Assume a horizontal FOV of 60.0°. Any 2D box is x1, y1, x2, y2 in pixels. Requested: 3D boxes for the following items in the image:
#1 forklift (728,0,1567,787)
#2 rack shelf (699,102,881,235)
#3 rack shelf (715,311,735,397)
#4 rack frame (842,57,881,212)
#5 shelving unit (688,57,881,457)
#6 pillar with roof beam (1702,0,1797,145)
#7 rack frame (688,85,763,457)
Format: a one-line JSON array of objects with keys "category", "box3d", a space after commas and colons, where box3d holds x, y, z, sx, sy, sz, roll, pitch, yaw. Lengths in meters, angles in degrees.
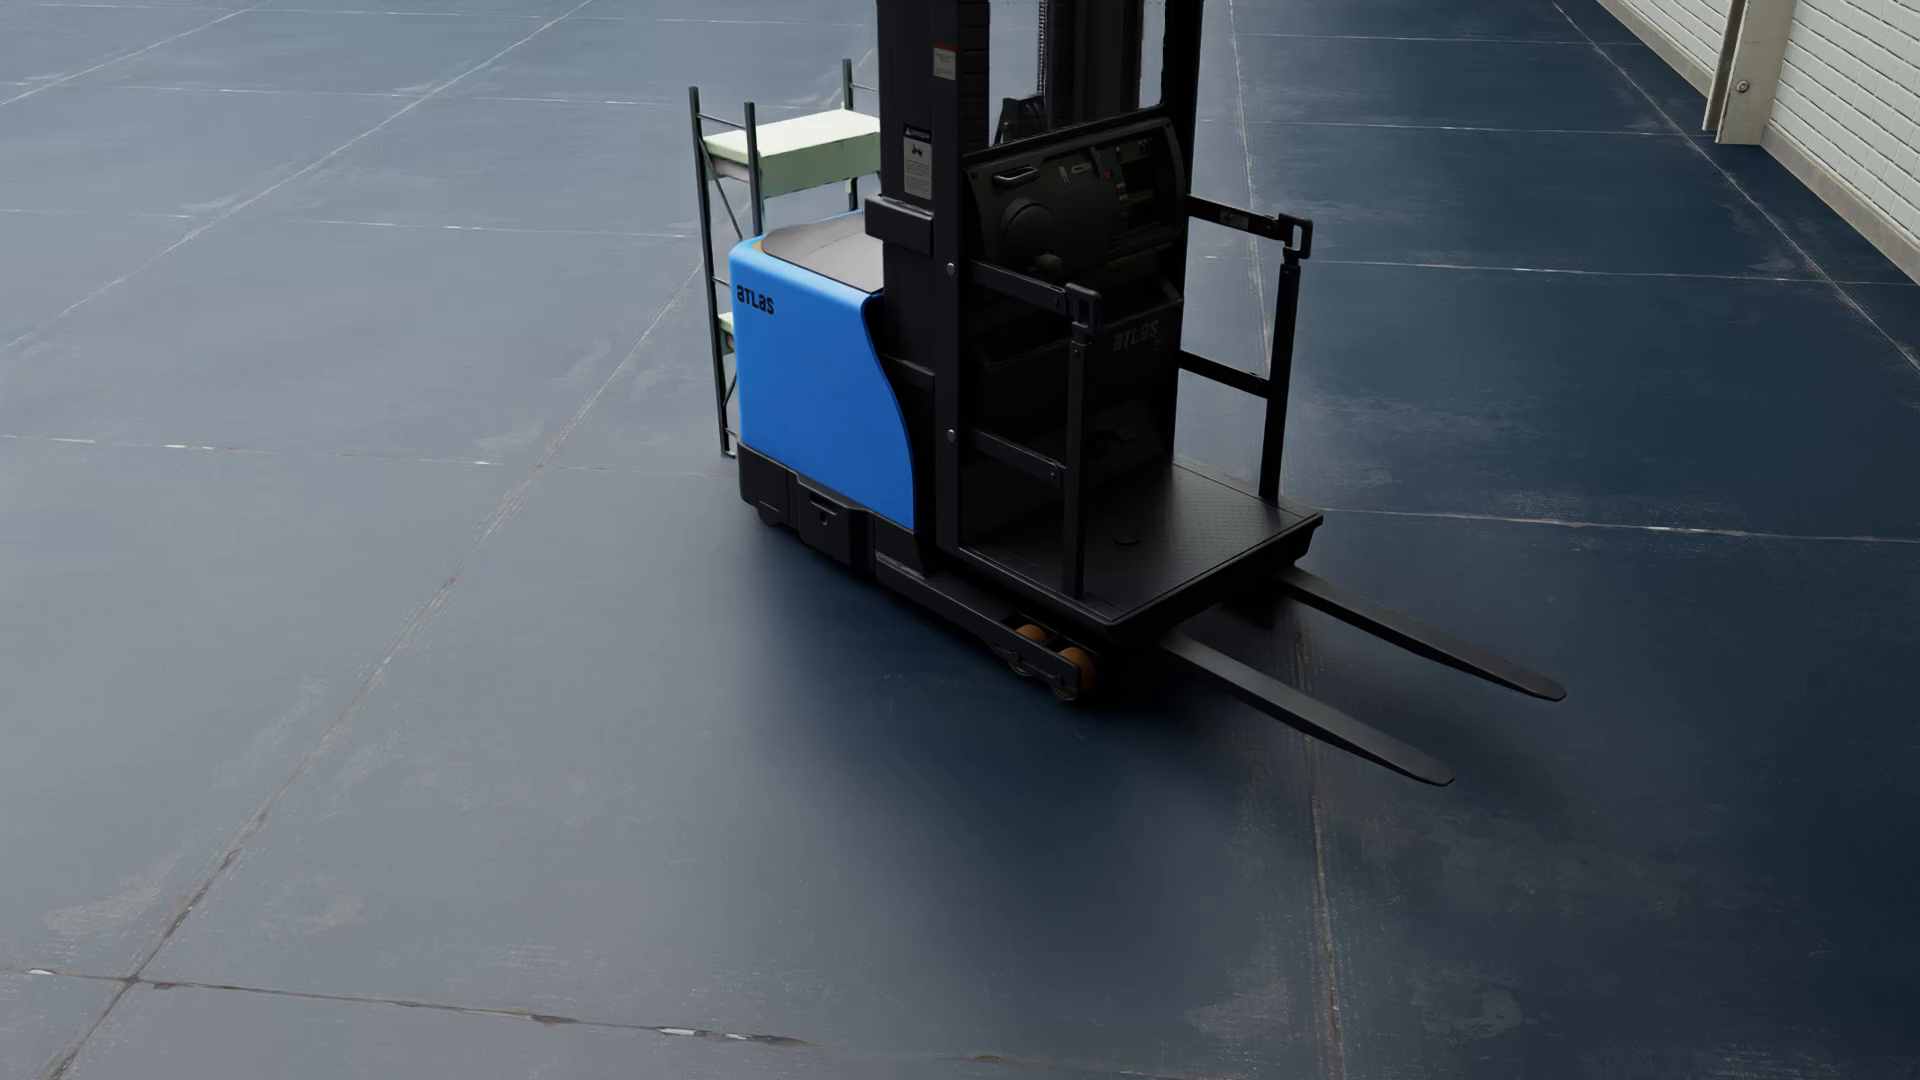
[{"category": "forklift", "box3d": [0.527, -1.055, 5.117, 1.130, 2.935, 3.031, -24, 36, -37]}, {"category": "rack shelf", "box3d": [-0.602, -1.438, 6.503, 0.720, 0.370, 0.431, -23, 34, -36]}, {"category": "rack shelf", "box3d": [-0.590, -0.801, 6.831, 0.720, 0.370, 0.431, -23, 34, -36]}, {"category": "rack frame", "box3d": [-0.322, -1.206, 6.895, 0.023, 1.500, 0.400, -23, 34, -36]}, {"category": "shelving unit", "box3d": [-0.596, -1.091, 6.681, 0.755, 1.500, 0.431, -23, 34, -36]}, {"category": "pillar with roof beam", "box3d": [1.014, -6.972, 9.703, 9.100, 9.000, 0.400, 3, 28, 6]}, {"category": "rack frame", "box3d": [-0.870, -0.976, 6.468, 0.023, 1.500, 0.400, -23, 34, -36]}]
